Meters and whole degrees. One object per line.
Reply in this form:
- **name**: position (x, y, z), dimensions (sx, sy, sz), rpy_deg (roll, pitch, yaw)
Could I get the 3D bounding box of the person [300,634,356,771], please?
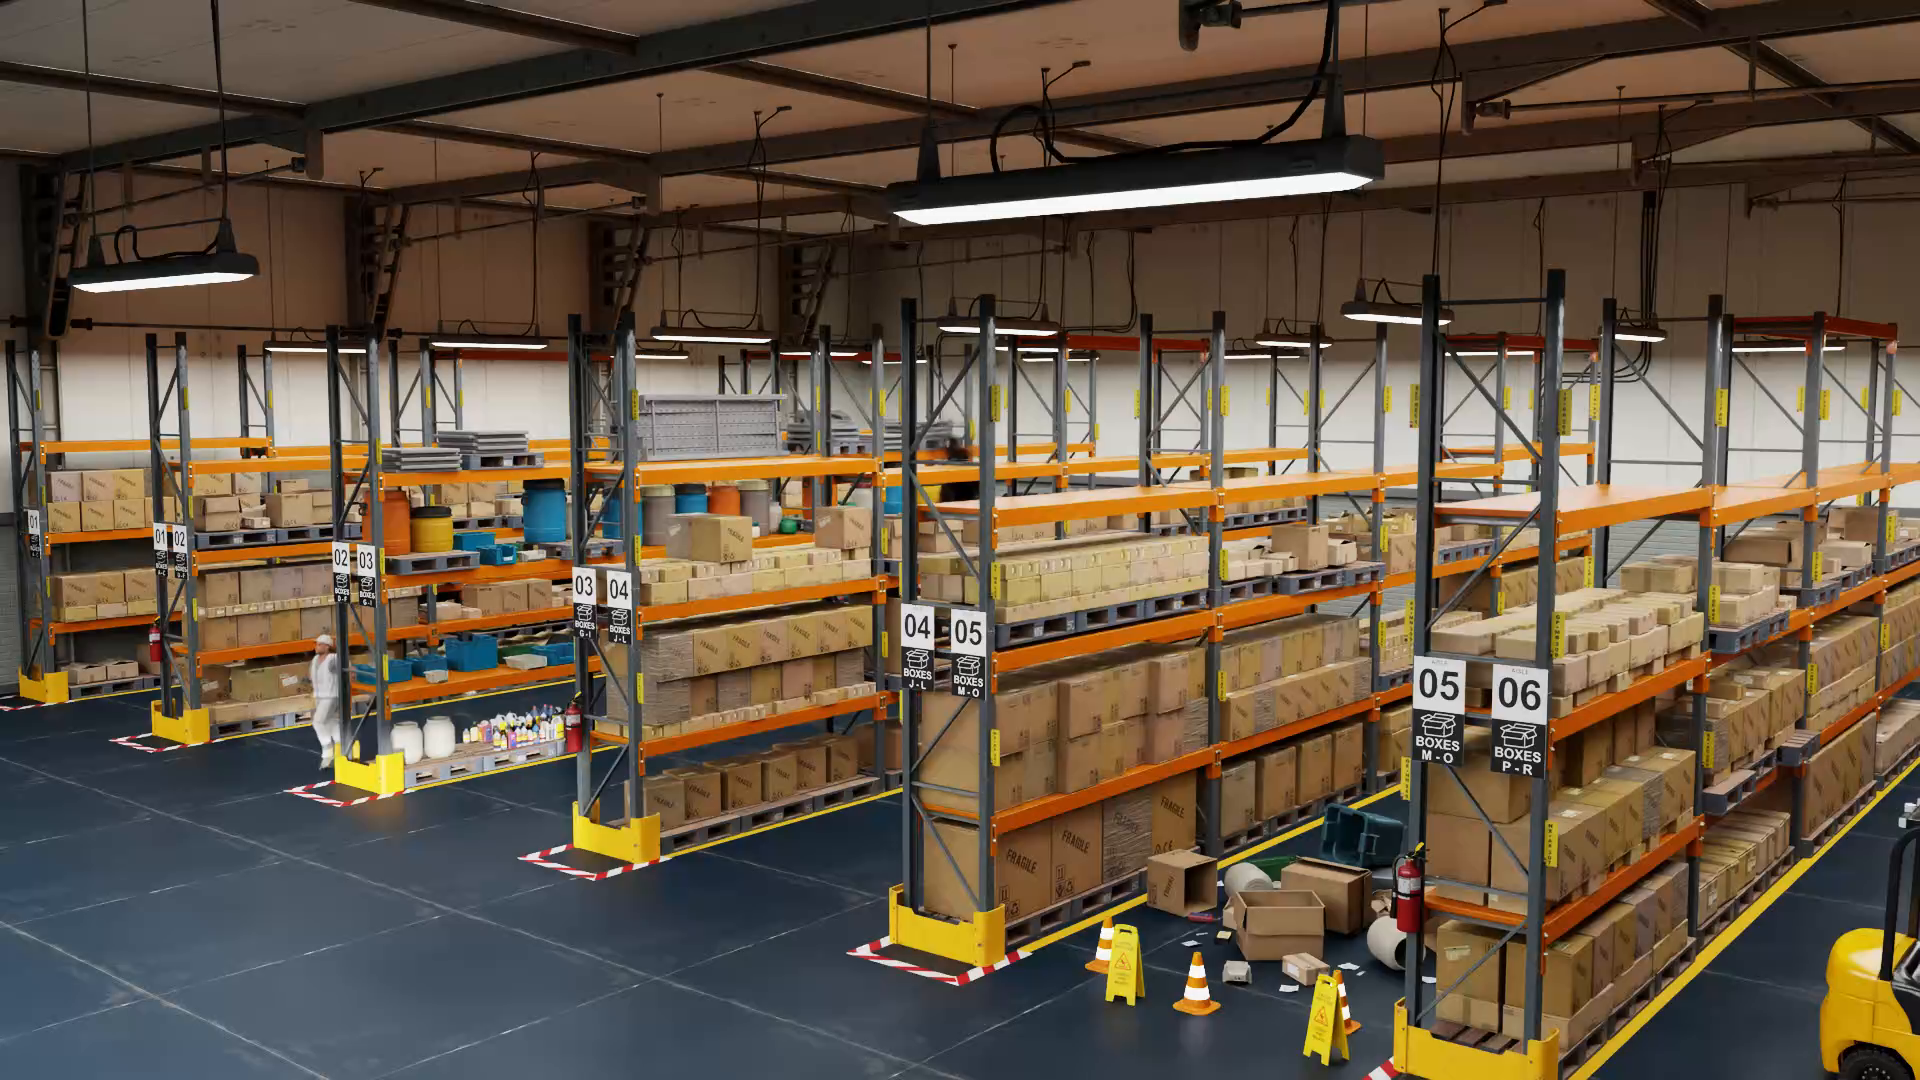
- **person**: position (-8.719, 2.214, 22.893), dimensions (0.672, 1.842, 0.715), rpy_deg (4, 6, 36)
